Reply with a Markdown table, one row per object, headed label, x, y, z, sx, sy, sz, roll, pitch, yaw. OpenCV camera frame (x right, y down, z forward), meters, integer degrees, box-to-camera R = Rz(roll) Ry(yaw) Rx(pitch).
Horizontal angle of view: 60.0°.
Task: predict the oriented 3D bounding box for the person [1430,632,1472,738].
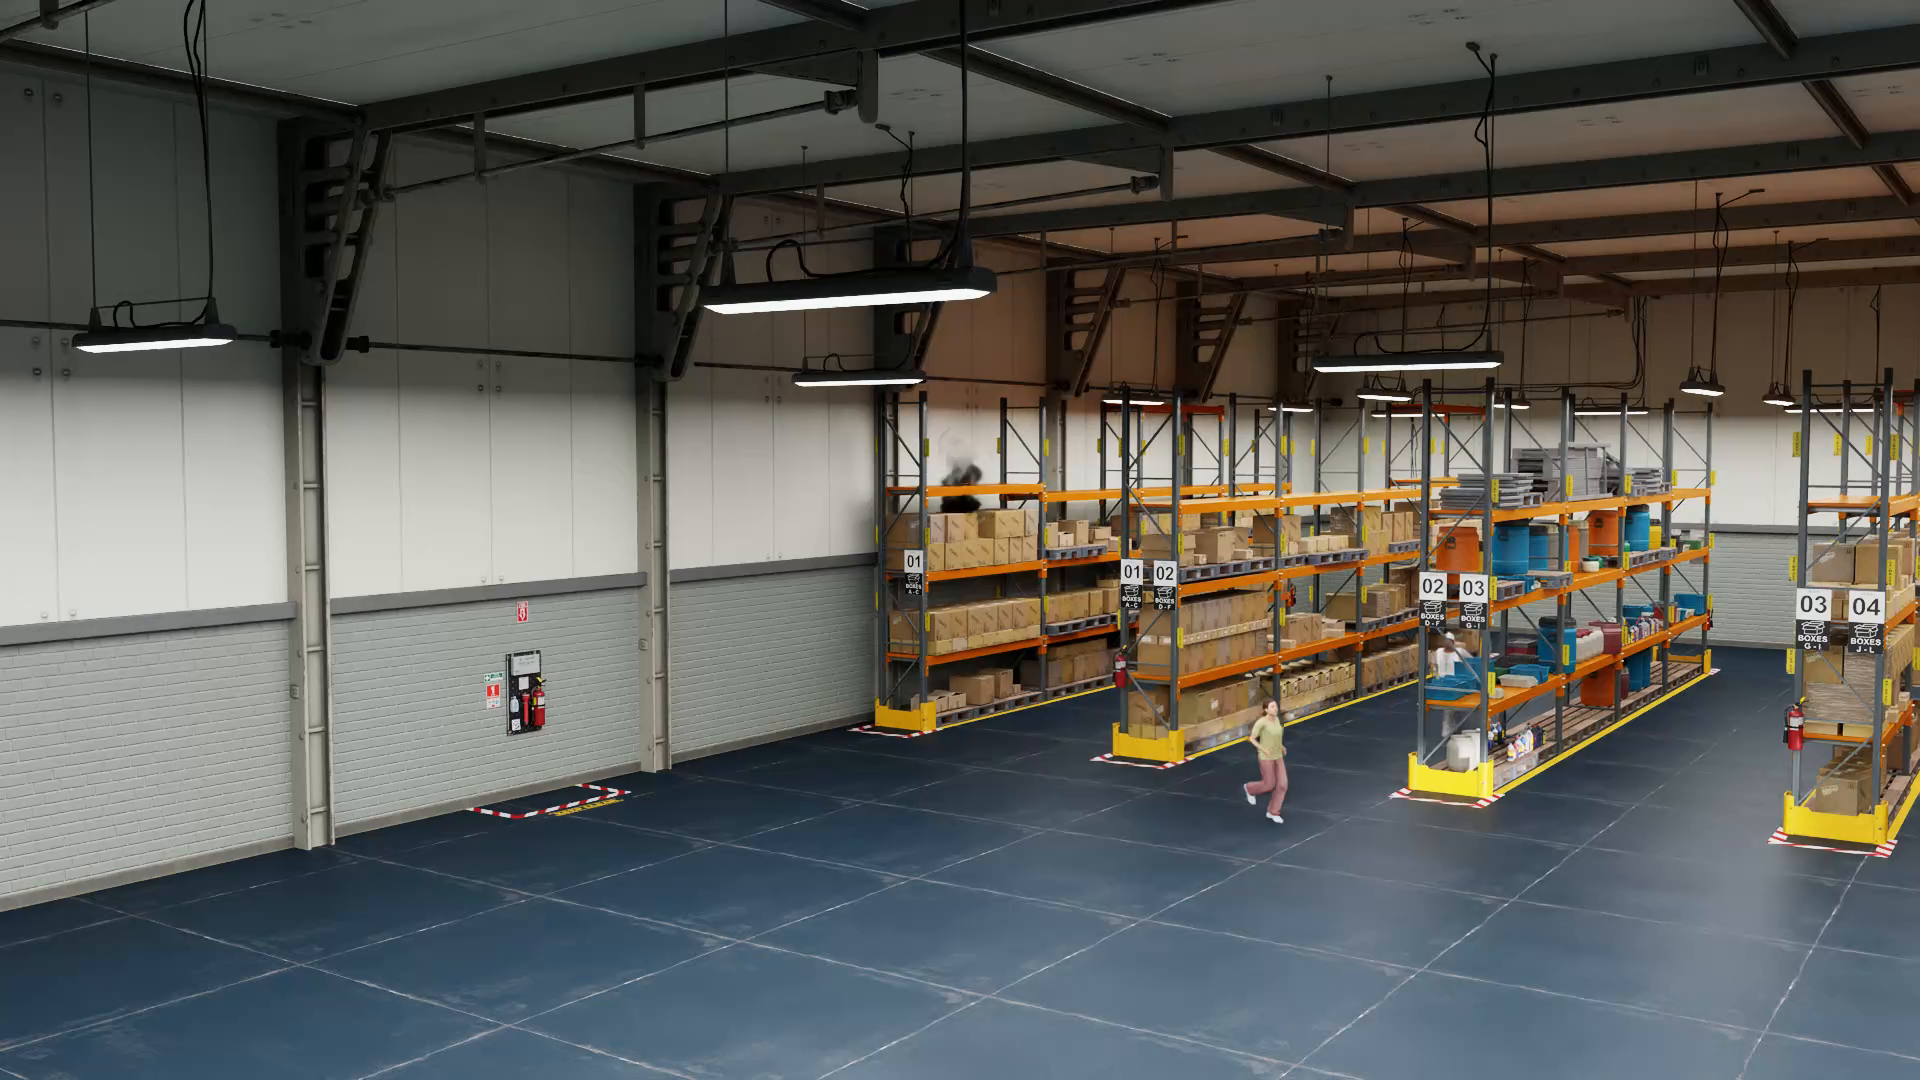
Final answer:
| label | x | y | z | sx | sy | sz | roll | pitch | yaw |
| --- | --- | --- | --- | --- | --- | --- | --- | --- | --- |
| person | 8.546 | 2.521 | 29.029 | 0.691 | 1.820 | 0.775 | 3 | 4 | 40 |

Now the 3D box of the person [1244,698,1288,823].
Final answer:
| label | x | y | z | sx | sy | sz | roll | pitch | yaw |
| --- | --- | --- | --- | --- | --- | --- | --- | --- | --- |
| person | 4.156 | 2.955 | 22.482 | 0.589 | 1.654 | 0.712 | -2 | 4 | -31 |
